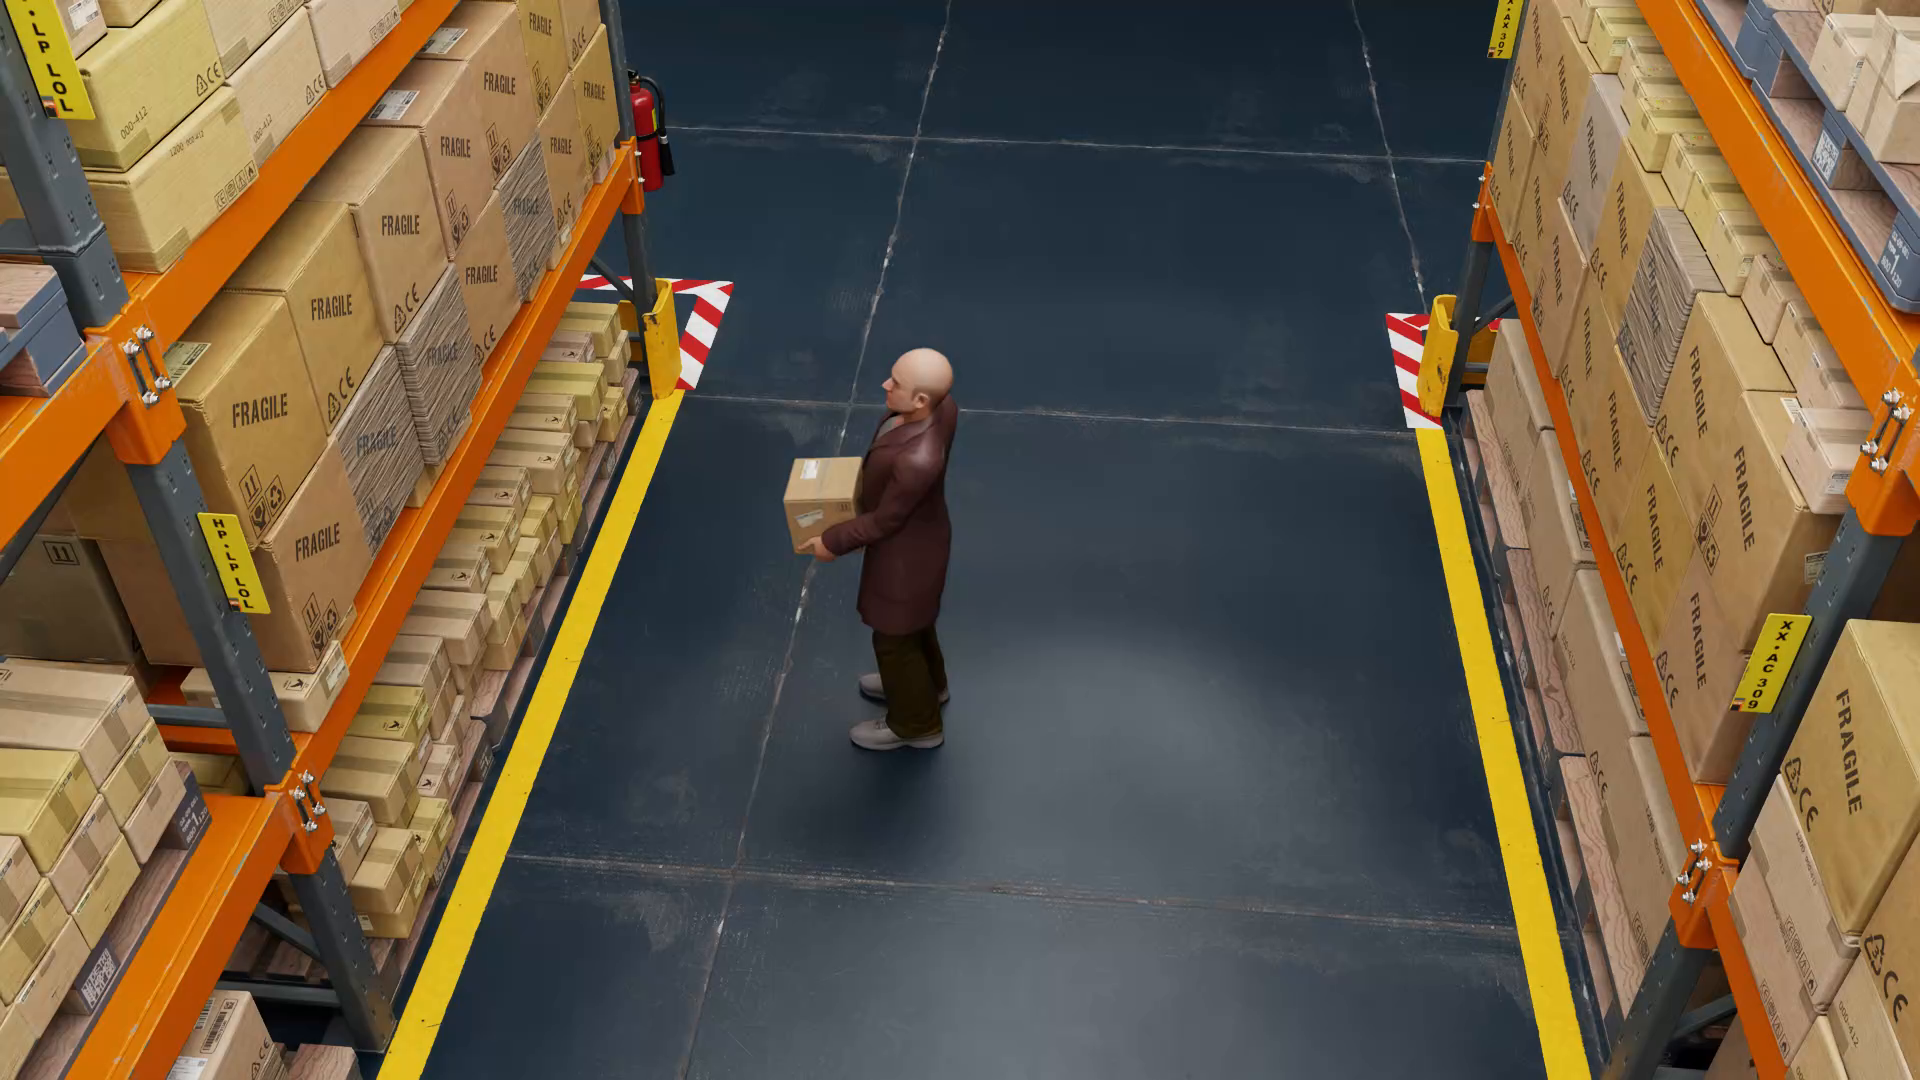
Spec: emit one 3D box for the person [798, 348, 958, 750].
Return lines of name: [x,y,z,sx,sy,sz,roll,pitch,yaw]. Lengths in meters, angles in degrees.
person: [-0.295,0.034,6.131,0.555,1.769,0.531,3,40,4]
